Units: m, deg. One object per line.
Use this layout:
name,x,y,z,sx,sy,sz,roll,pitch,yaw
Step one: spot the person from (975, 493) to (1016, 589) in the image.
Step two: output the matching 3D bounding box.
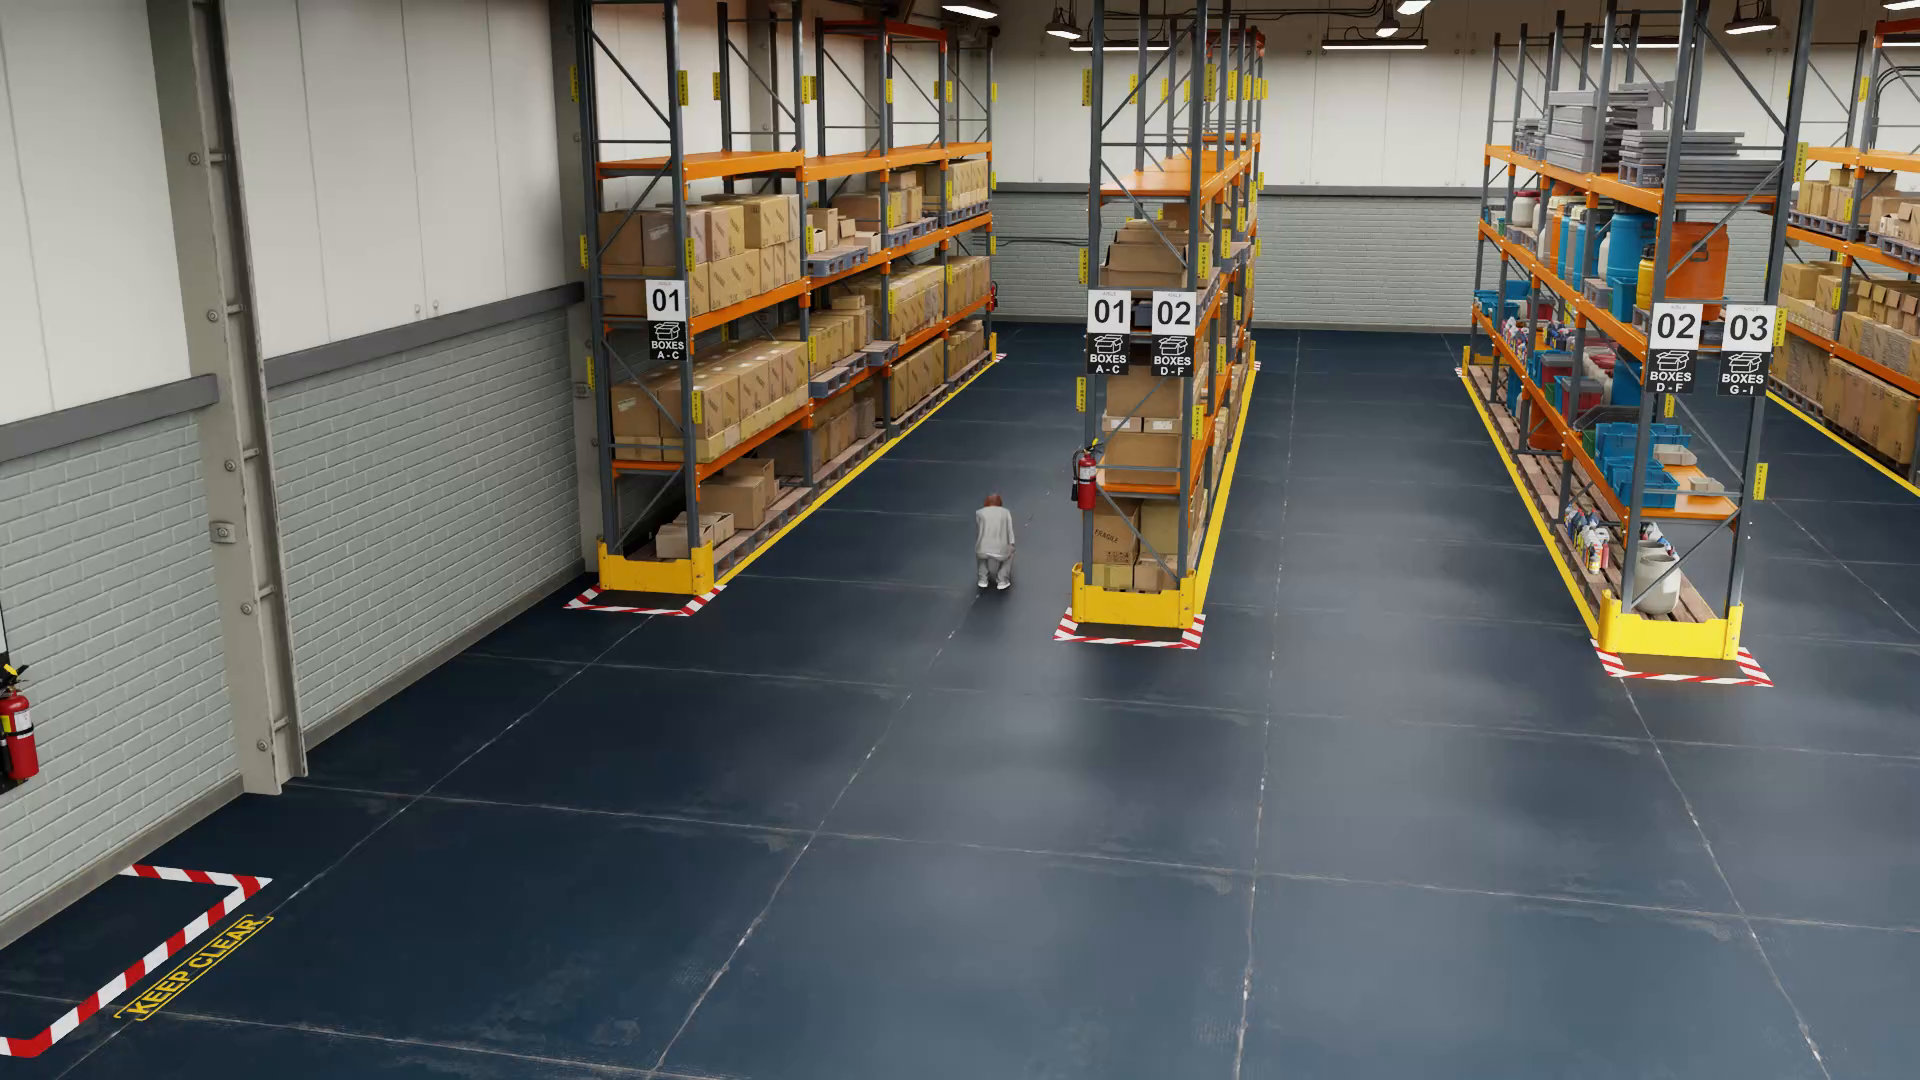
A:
person,0.362,0.023,17.328,0.423,0.896,0.821,3,15,10
